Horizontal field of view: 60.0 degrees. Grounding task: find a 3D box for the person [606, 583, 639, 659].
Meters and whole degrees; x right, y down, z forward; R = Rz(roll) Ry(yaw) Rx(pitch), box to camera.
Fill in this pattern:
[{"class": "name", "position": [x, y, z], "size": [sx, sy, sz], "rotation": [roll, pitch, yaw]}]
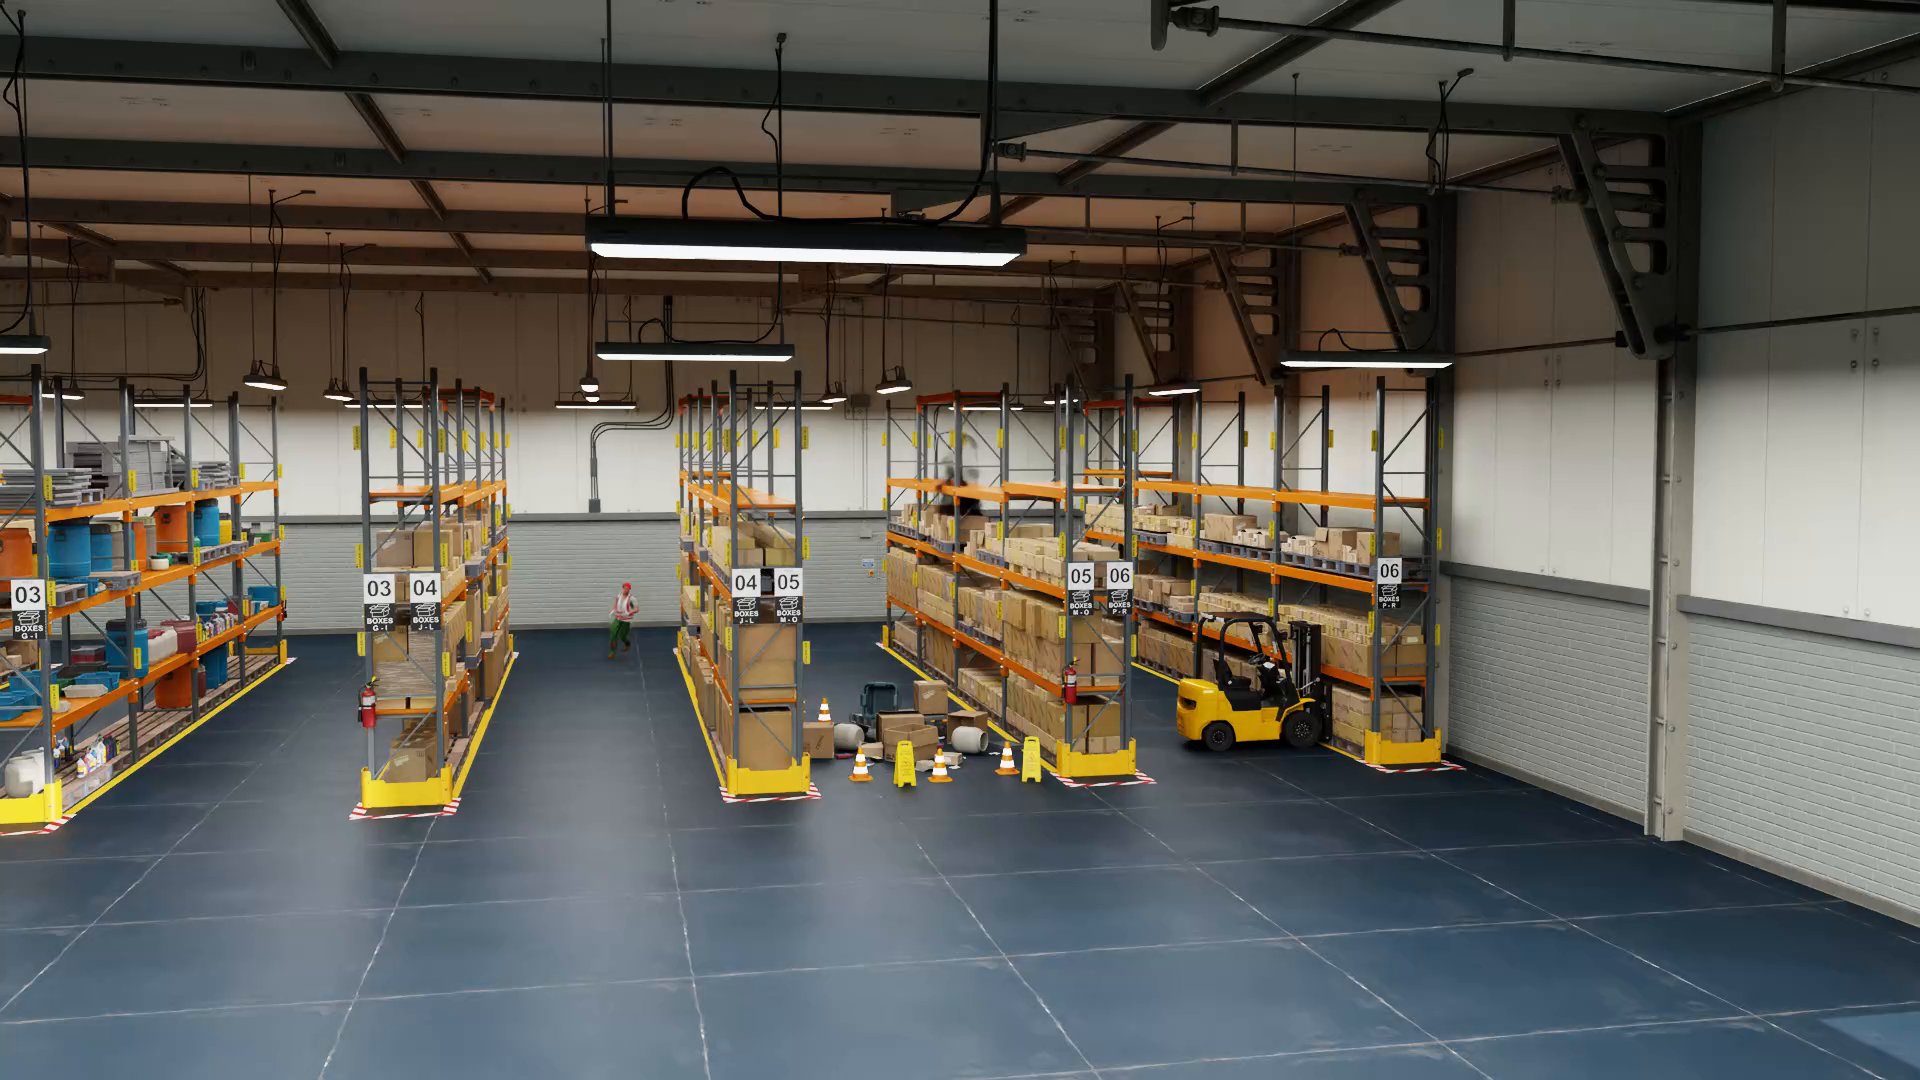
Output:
[{"class": "person", "position": [-7.736, 1.853, 38.390], "size": [0.703, 1.741, 0.884], "rotation": [1, 4, 17]}]
